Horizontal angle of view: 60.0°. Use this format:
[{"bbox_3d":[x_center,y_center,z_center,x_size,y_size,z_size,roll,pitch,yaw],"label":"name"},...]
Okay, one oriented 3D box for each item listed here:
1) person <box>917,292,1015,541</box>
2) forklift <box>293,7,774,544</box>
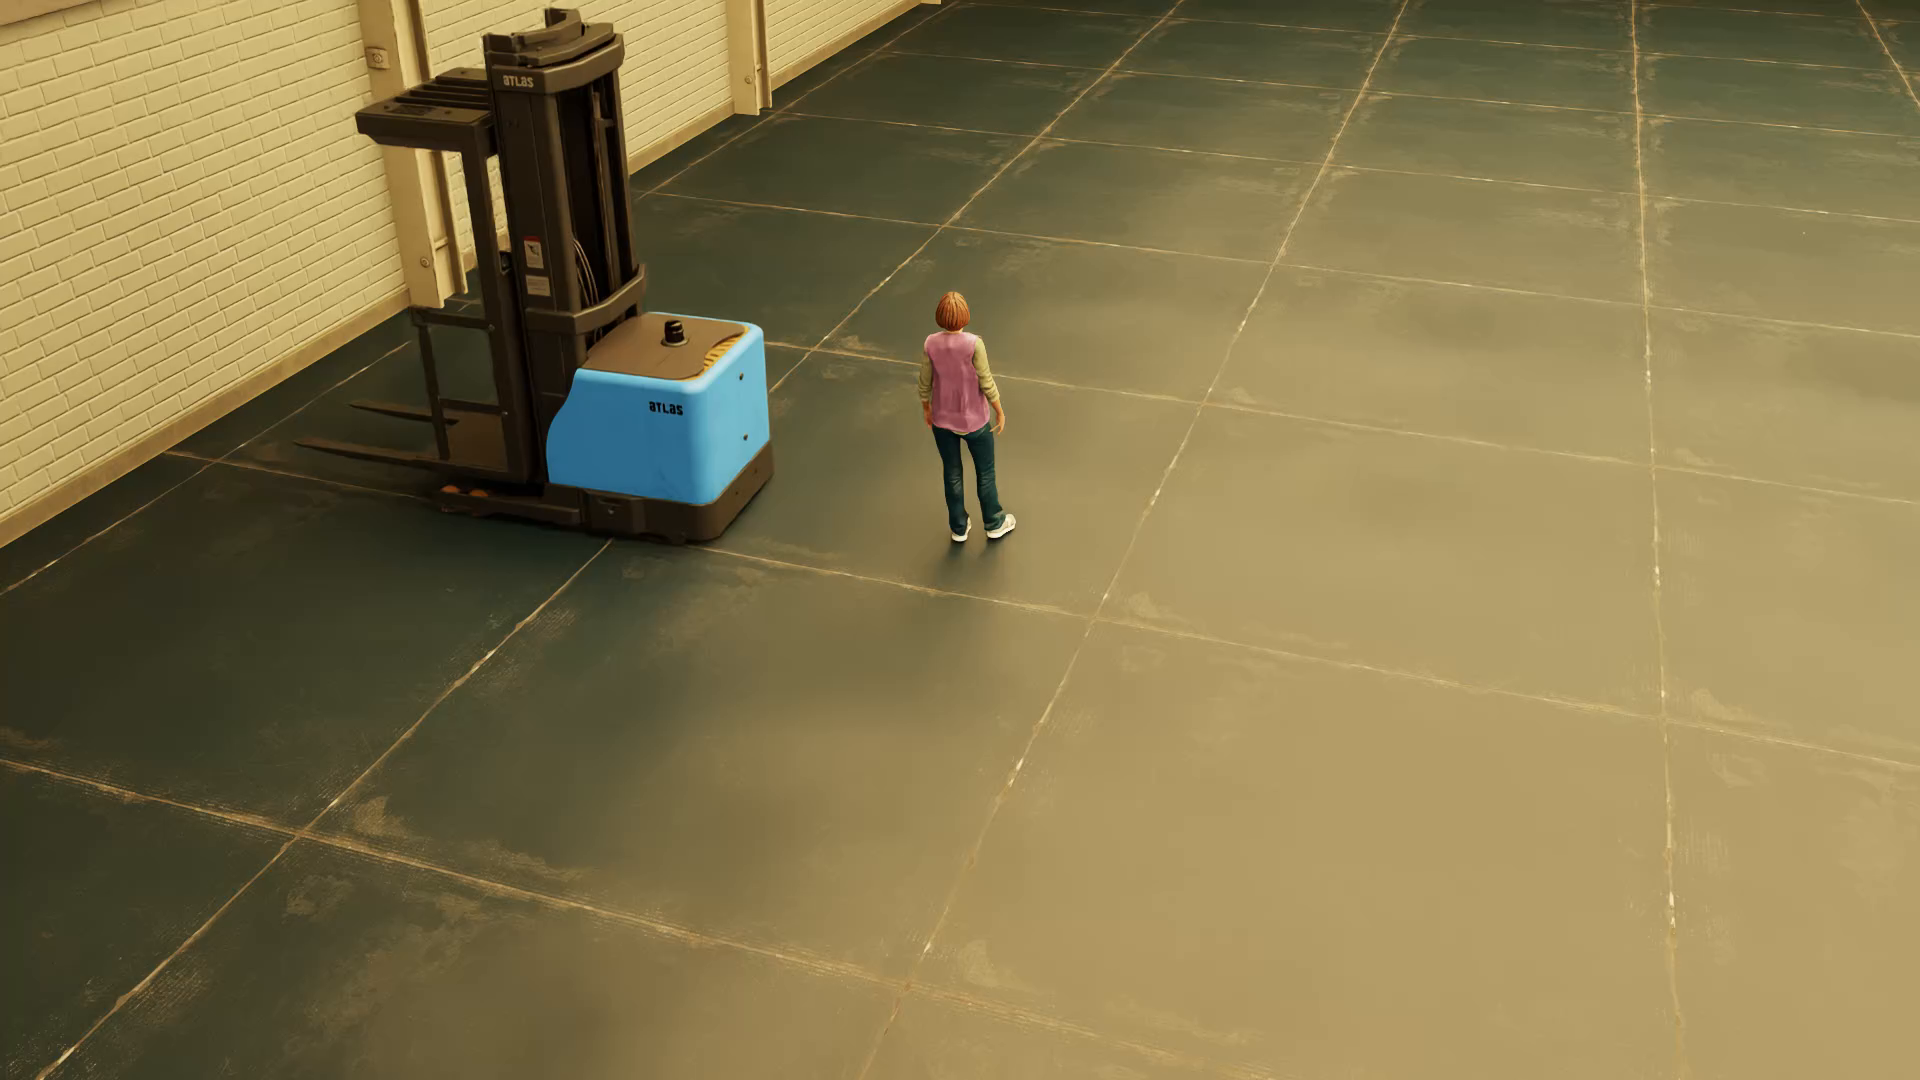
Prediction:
[{"bbox_3d":[0.037,-0.729,9.755,0.520,1.590,0.475,10,31,16],"label":"person"},{"bbox_3d":[-2.776,-1.657,10.044,3.031,2.935,1.130,8,31,14],"label":"forklift"}]
